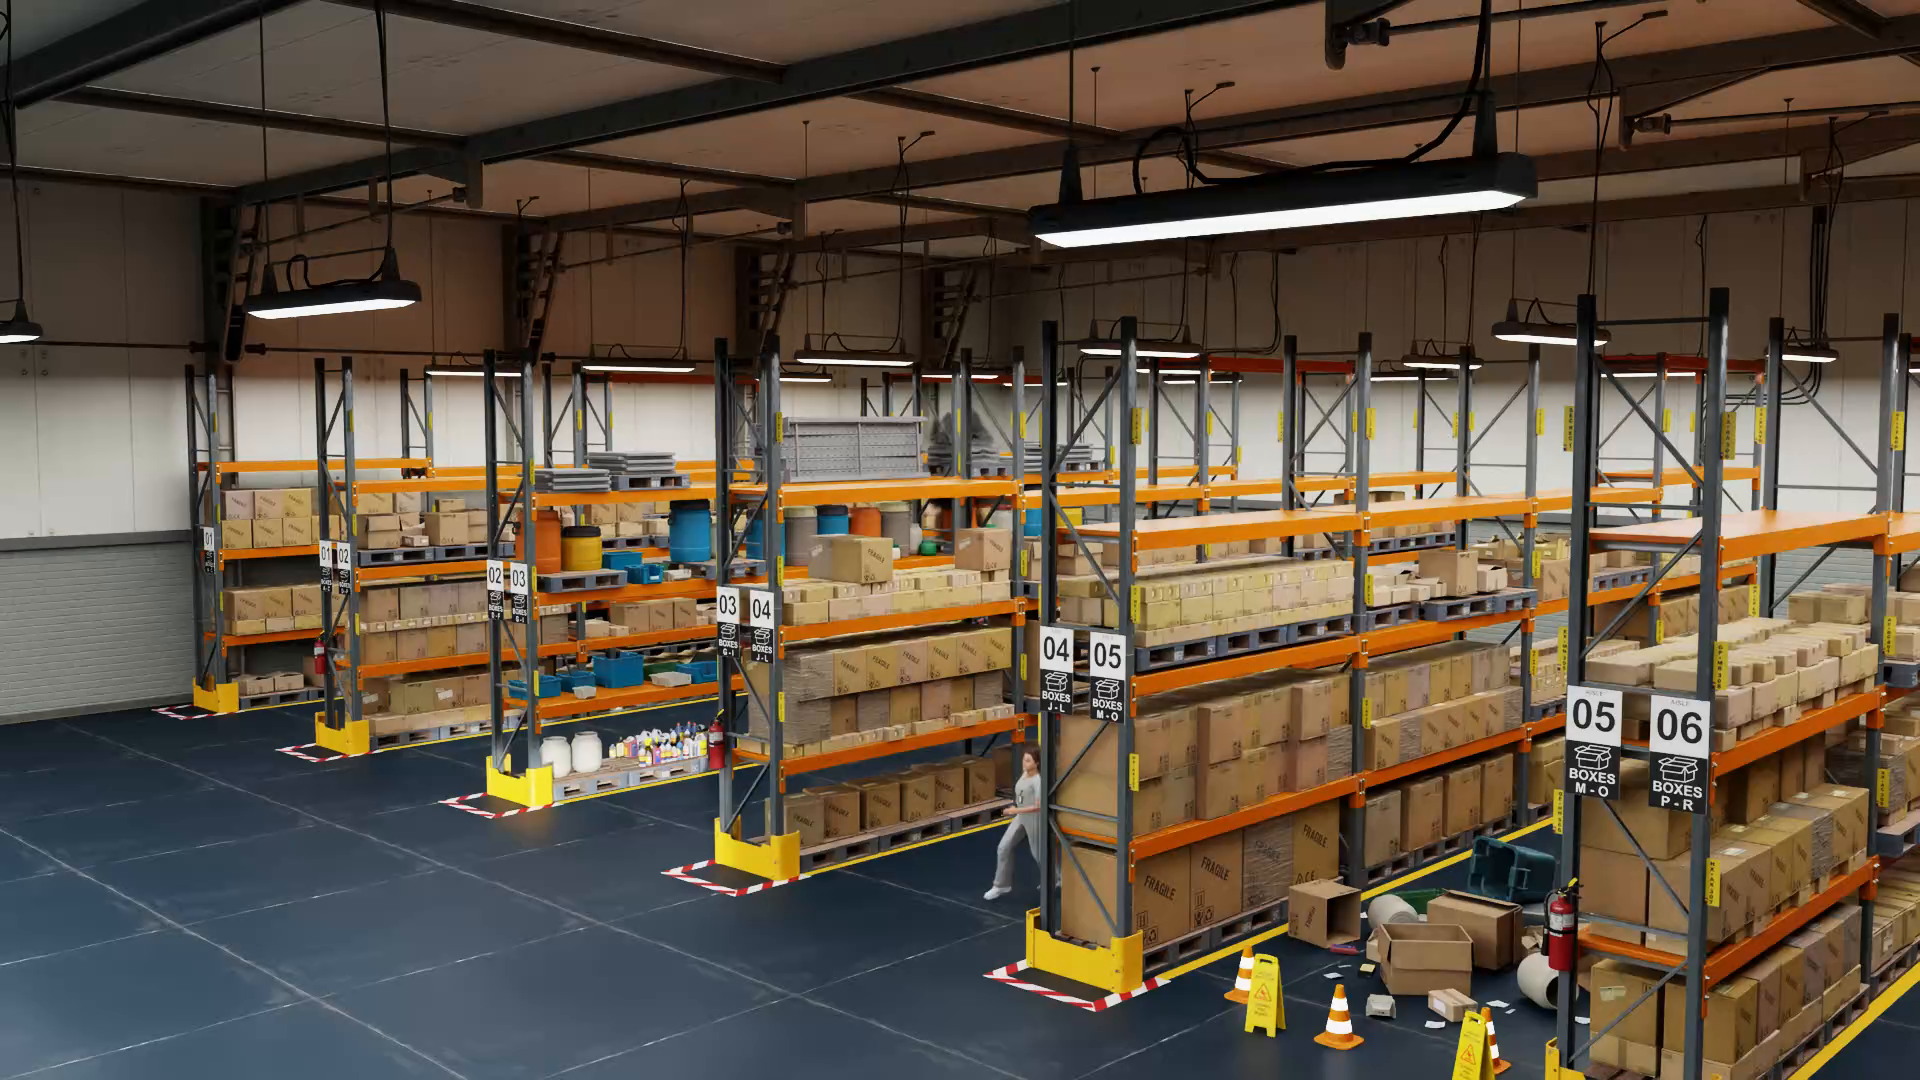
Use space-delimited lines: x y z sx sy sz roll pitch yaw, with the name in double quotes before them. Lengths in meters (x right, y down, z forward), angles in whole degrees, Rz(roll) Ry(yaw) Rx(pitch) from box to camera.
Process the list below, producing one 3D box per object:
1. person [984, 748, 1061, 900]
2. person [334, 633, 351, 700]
"person" 0.761 2.978 17.525 0.851 1.652 0.624 -3 5 -32
"person" -10.028 2.279 27.426 0.464 1.543 0.892 2 5 29
